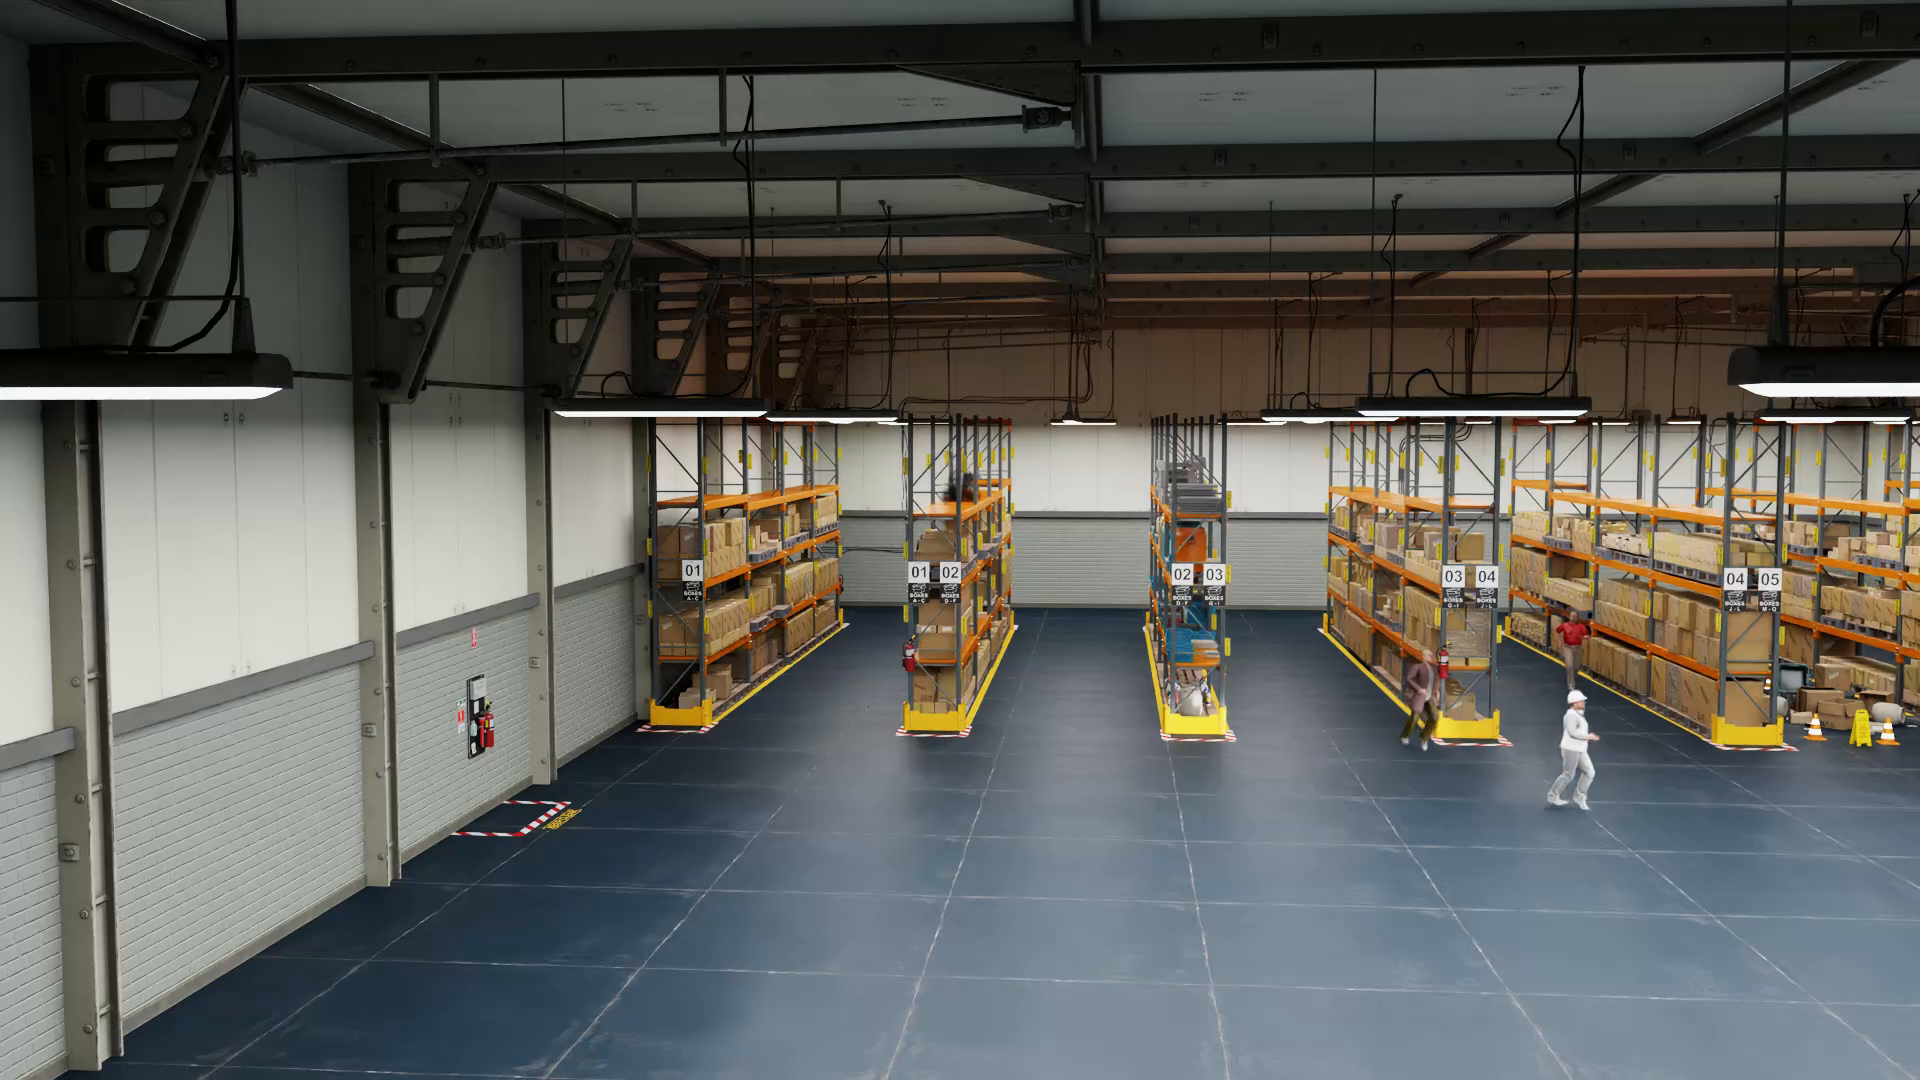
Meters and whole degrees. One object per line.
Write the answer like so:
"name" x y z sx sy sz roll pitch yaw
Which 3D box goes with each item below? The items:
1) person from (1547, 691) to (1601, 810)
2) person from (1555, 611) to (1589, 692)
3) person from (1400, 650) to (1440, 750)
"person" 9.226 3.178 24.946 0.748 1.850 0.675 3 5 34
"person" 13.313 2.410 36.126 0.661 1.719 0.984 0 4 4
"person" 8.326 2.856 29.826 0.770 1.787 0.725 -1 4 -18
